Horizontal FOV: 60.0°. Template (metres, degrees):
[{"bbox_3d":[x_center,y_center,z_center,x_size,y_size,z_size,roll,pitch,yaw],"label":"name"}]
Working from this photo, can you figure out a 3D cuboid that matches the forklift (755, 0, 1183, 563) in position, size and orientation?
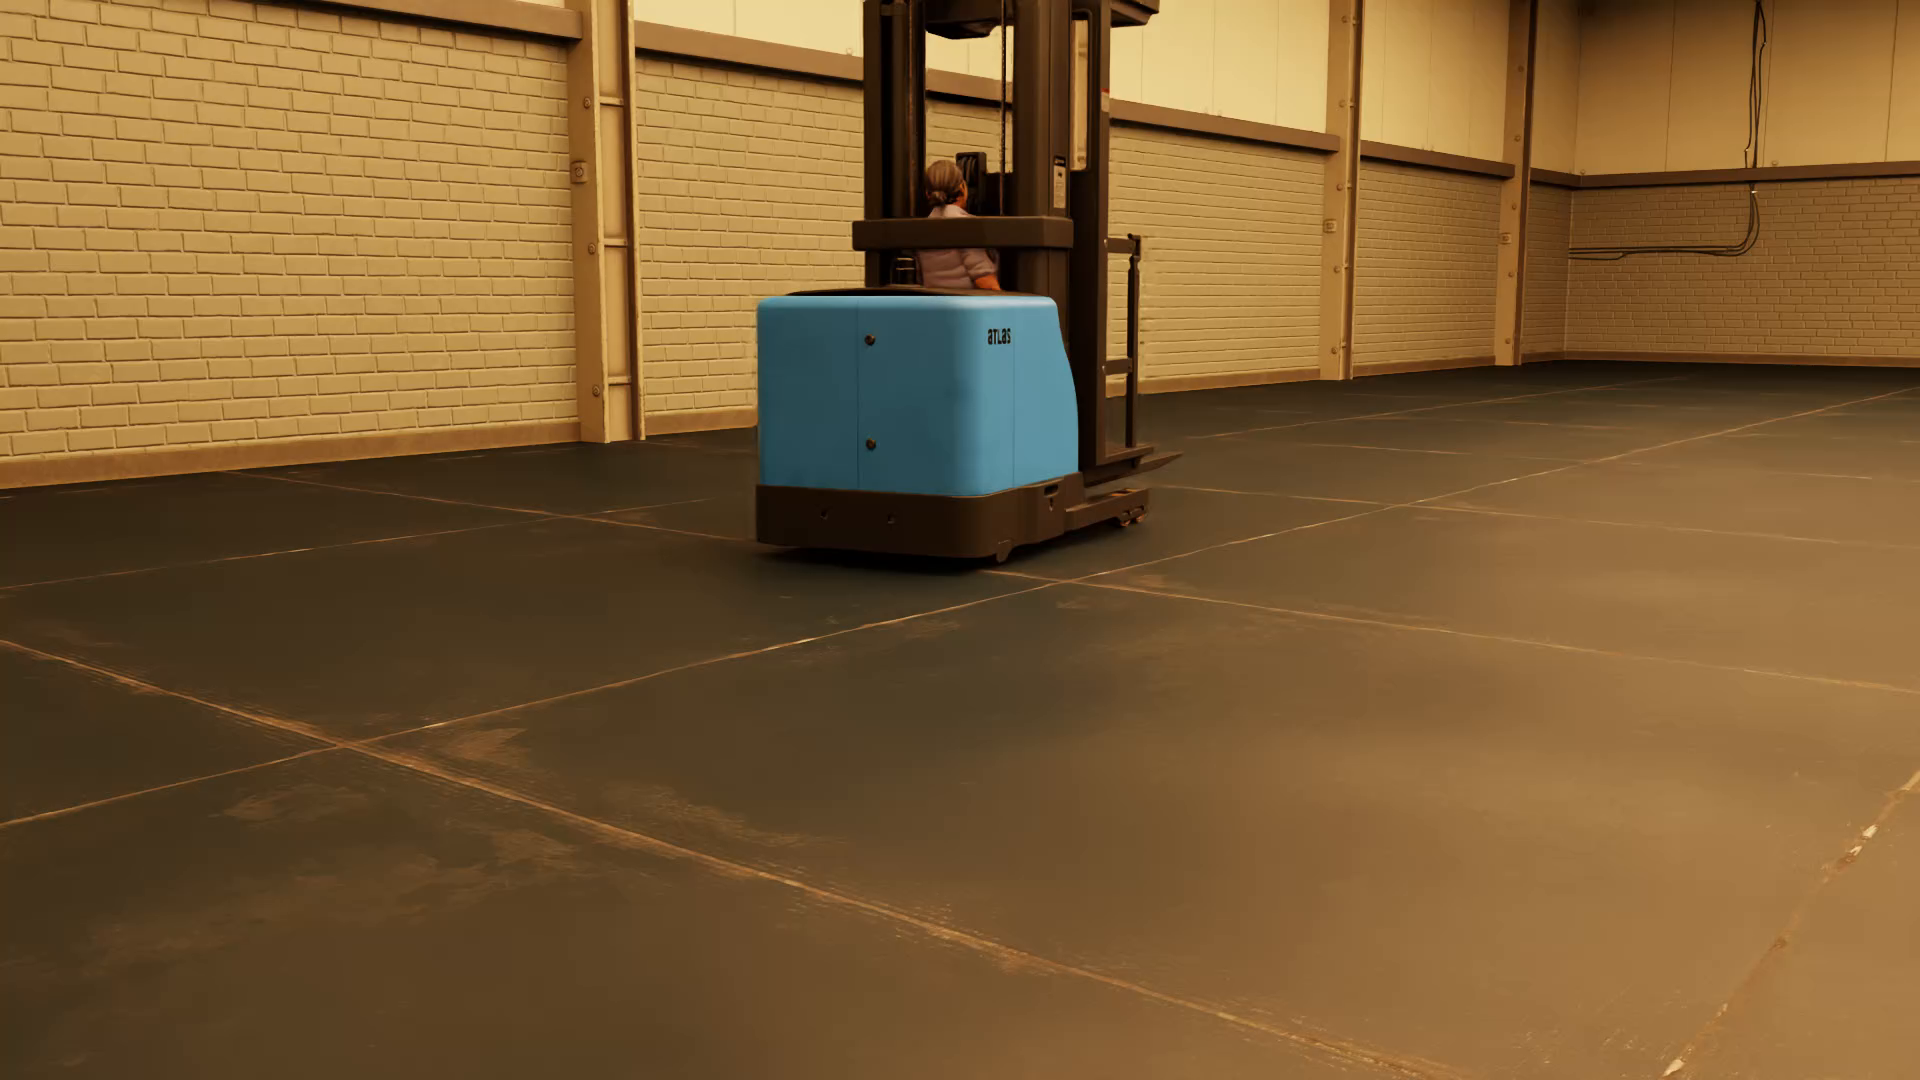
[{"bbox_3d":[0.257,-1.533,7.757,1.130,2.935,3.031,4,9,26],"label":"forklift"}]

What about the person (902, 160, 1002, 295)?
[{"bbox_3d":[0.069,-0.829,7.333,0.601,1.646,0.524,7,11,38],"label":"person"}]
